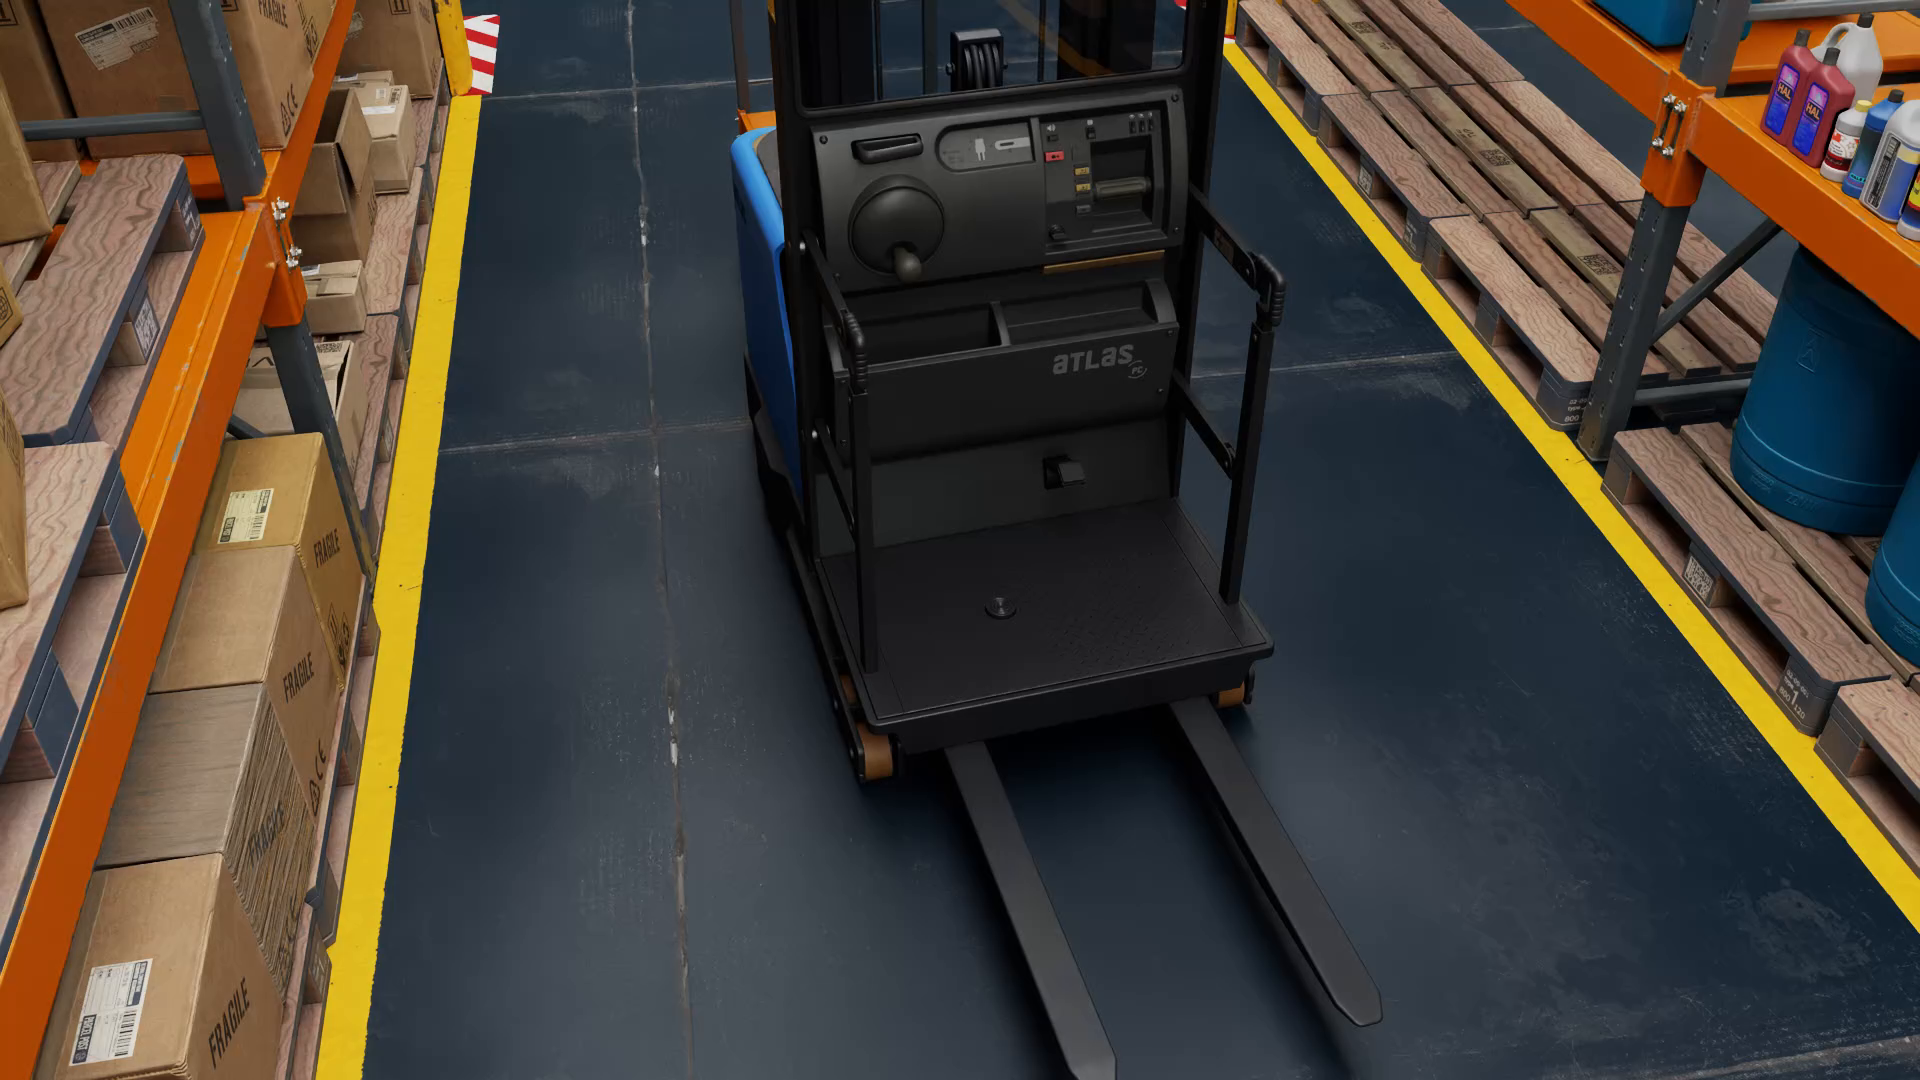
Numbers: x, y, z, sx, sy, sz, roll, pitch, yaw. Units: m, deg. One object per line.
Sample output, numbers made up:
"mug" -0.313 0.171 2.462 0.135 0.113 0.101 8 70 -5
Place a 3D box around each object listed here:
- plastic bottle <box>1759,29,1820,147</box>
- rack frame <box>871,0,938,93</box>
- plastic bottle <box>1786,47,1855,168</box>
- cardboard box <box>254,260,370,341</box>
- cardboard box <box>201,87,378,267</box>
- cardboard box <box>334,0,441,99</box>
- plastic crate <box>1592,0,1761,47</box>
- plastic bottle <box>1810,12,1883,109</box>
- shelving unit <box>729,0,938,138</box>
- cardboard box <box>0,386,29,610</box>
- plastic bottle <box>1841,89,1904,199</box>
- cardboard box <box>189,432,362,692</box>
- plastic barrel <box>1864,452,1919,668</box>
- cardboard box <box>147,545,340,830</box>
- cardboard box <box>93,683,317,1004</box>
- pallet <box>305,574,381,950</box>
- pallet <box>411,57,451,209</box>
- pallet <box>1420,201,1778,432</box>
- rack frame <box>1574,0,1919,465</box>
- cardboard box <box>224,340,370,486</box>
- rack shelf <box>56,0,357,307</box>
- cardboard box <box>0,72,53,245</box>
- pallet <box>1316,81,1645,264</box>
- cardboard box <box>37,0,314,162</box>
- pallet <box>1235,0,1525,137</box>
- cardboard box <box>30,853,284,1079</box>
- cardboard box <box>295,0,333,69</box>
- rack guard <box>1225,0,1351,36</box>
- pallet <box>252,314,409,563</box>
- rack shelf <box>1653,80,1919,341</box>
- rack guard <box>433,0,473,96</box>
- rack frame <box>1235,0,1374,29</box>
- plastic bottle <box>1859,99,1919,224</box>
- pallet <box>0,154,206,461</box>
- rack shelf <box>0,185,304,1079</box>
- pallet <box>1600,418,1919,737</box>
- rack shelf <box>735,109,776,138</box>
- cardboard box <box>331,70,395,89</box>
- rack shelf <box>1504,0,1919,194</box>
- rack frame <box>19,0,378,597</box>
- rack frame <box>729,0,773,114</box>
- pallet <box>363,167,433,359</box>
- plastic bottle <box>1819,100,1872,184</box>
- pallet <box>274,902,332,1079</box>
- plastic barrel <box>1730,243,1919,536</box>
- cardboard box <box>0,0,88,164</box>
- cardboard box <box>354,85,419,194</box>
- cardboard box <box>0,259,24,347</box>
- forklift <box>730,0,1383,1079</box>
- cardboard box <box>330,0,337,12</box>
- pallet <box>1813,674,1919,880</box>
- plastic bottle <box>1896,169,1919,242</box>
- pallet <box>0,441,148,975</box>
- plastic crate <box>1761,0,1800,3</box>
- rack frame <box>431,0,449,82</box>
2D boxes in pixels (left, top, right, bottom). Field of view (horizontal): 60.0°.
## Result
"plastic bottle" 2.244 -1.215 4.465 0.061 0.283 0.133 -6 38 -8
"rack frame" -0.316 -1.138 5.493 0.500 1.500 0.032 -10 39 -12
"plastic bottle" 2.267 -1.135 4.361 0.061 0.283 0.133 -6 38 -8
"cardboard box" -2.300 -0.851 5.852 0.380 0.166 0.250 -6 38 -8
"cardboard box" -2.612 -1.320 6.181 0.797 0.503 0.637 -6 38 -8
"cardboard box" -2.641 -2.299 7.443 0.500 0.500 0.500 -6 38 -8
"plastic crate" 2.182 -1.791 5.075 0.392 0.384 0.575 -6 38 -8
"plastic bottle" 2.349 -1.237 4.438 0.144 0.351 0.185 -6 38 -8
"shelving unit" -0.457 -1.444 5.886 0.587 1.500 1.083 -10 39 -12
"cardboard box" -1.907 -0.143 2.565 0.700 0.500 0.500 -16 41 -19
"plastic bottle" 2.322 -1.004 4.202 0.097 0.271 0.097 0 38 0
"cardboard box" -1.909 0.082 4.378 0.500 0.500 0.500 -6 38 -8
"plastic barrel" 2.802 -0.108 4.312 0.600 0.901 0.708 -6 38 -8
"cardboard box" -1.831 0.382 3.992 0.500 0.500 0.500 -6 38 -8
"cardboard box" -1.743 0.685 3.603 0.500 0.500 0.500 -6 38 -7
"pallet" -2.098 0.590 4.318 1.003 0.211 1.213 -6 38 -8
"pallet" -2.825 -1.786 7.377 1.003 0.211 1.213 -6 38 -8
"pallet" 2.432 -0.868 6.195 1.003 0.211 1.213 -6 38 -8
"rack frame" 2.599 -1.529 4.773 1.000 3.000 0.127 -6 38 -8
"cardboard box" -2.138 -0.387 5.136 0.500 0.311 0.500 -6 38 -8
"rack shelf" -2.628 -1.922 5.866 1.077 0.370 4.000 -6 38 -8
"cardboard box" -2.415 -0.893 3.531 0.700 0.500 0.500 -19 42 -23
"pallet" 2.215 -1.606 7.145 1.003 0.211 1.213 -6 38 -8
"cardboard box" -2.099 -1.375 4.493 0.500 0.500 0.500 -5 38 -7
"pallet" 2.005 -2.341 8.092 1.003 0.211 1.213 -6 38 -8
"cardboard box" -1.652 0.992 3.207 0.500 0.500 0.500 -7 38 -9
"cardboard box" -2.192 -1.684 4.891 0.500 0.500 0.500 -6 38 -7
"rack guard" 1.881 -2.971 8.666 1.175 0.500 0.348 -6 38 -8
"pallet" -2.397 -0.312 5.480 1.003 0.211 1.213 -6 38 -8
"rack shelf" 2.950 -0.037 3.439 1.077 0.370 4.000 -6 38 -8
"rack guard" -2.966 -2.381 7.908 1.175 0.500 0.348 -6 38 -8
"rack frame" 1.898 -3.945 7.883 1.000 3.000 0.127 -6 38 -8
"plastic bottle" 2.370 -0.938 4.114 0.152 0.276 0.135 -6 38 -8
"pallet" -2.245 -0.428 3.513 1.003 0.211 1.213 -6 38 -8
"rack shelf" -1.927 0.494 2.756 1.077 0.370 4.000 -6 38 -8
"pallet" 2.694 0.043 5.023 1.003 0.211 1.213 -6 38 -8
"rack shelf" -0.455 -1.297 5.990 0.538 0.185 1.000 -10 39 -12
"cardboard box" -2.659 -1.913 7.218 0.380 0.166 0.250 -6 38 -8
"rack shelf" 2.249 -2.453 6.549 1.077 0.370 4.000 -6 38 -8
"rack frame" -2.278 -0.998 4.090 1.000 3.000 0.127 -6 38 -8
"rack frame" -0.593 -1.739 6.265 0.500 1.500 0.032 -10 39 -12
"pallet" -2.615 -1.050 6.430 1.003 0.211 1.213 -6 38 -8
"plastic bottle" 2.305 -1.035 4.299 0.097 0.201 0.097 0 38 0
"pallet" -1.881 1.329 3.368 1.003 0.211 1.213 -6 38 -8
"plastic barrel" 2.678 -0.536 4.862 0.600 0.901 0.708 -6 38 -8
"cardboard box" -2.618 -1.312 4.412 0.500 0.500 0.500 -6 38 -7
"cardboard box" -2.504 -1.623 6.777 0.500 0.250 0.500 -6 38 -8
"cardboard box" -2.232 -0.485 3.005 0.700 0.500 0.500 -1 38 -1
"forklift" 0.171 -0.789 3.877 1.130 2.935 3.031 -10 39 -13
"cardboard box" -2.277 -1.986 5.280 0.500 0.500 0.500 -6 38 -8
"pallet" 2.911 0.781 4.072 1.003 0.211 1.213 -6 38 -8
"plastic bottle" 2.363 -0.863 4.021 0.097 0.271 0.097 0 38 0
"pallet" -1.922 0.319 2.550 1.003 0.211 1.213 -6 38 -8
"plastic crate" 2.659 -1.745 5.217 0.396 0.136 0.243 -6 38 -8
"rack frame" -2.979 -3.414 7.200 1.000 3.000 0.127 -6 38 -8
